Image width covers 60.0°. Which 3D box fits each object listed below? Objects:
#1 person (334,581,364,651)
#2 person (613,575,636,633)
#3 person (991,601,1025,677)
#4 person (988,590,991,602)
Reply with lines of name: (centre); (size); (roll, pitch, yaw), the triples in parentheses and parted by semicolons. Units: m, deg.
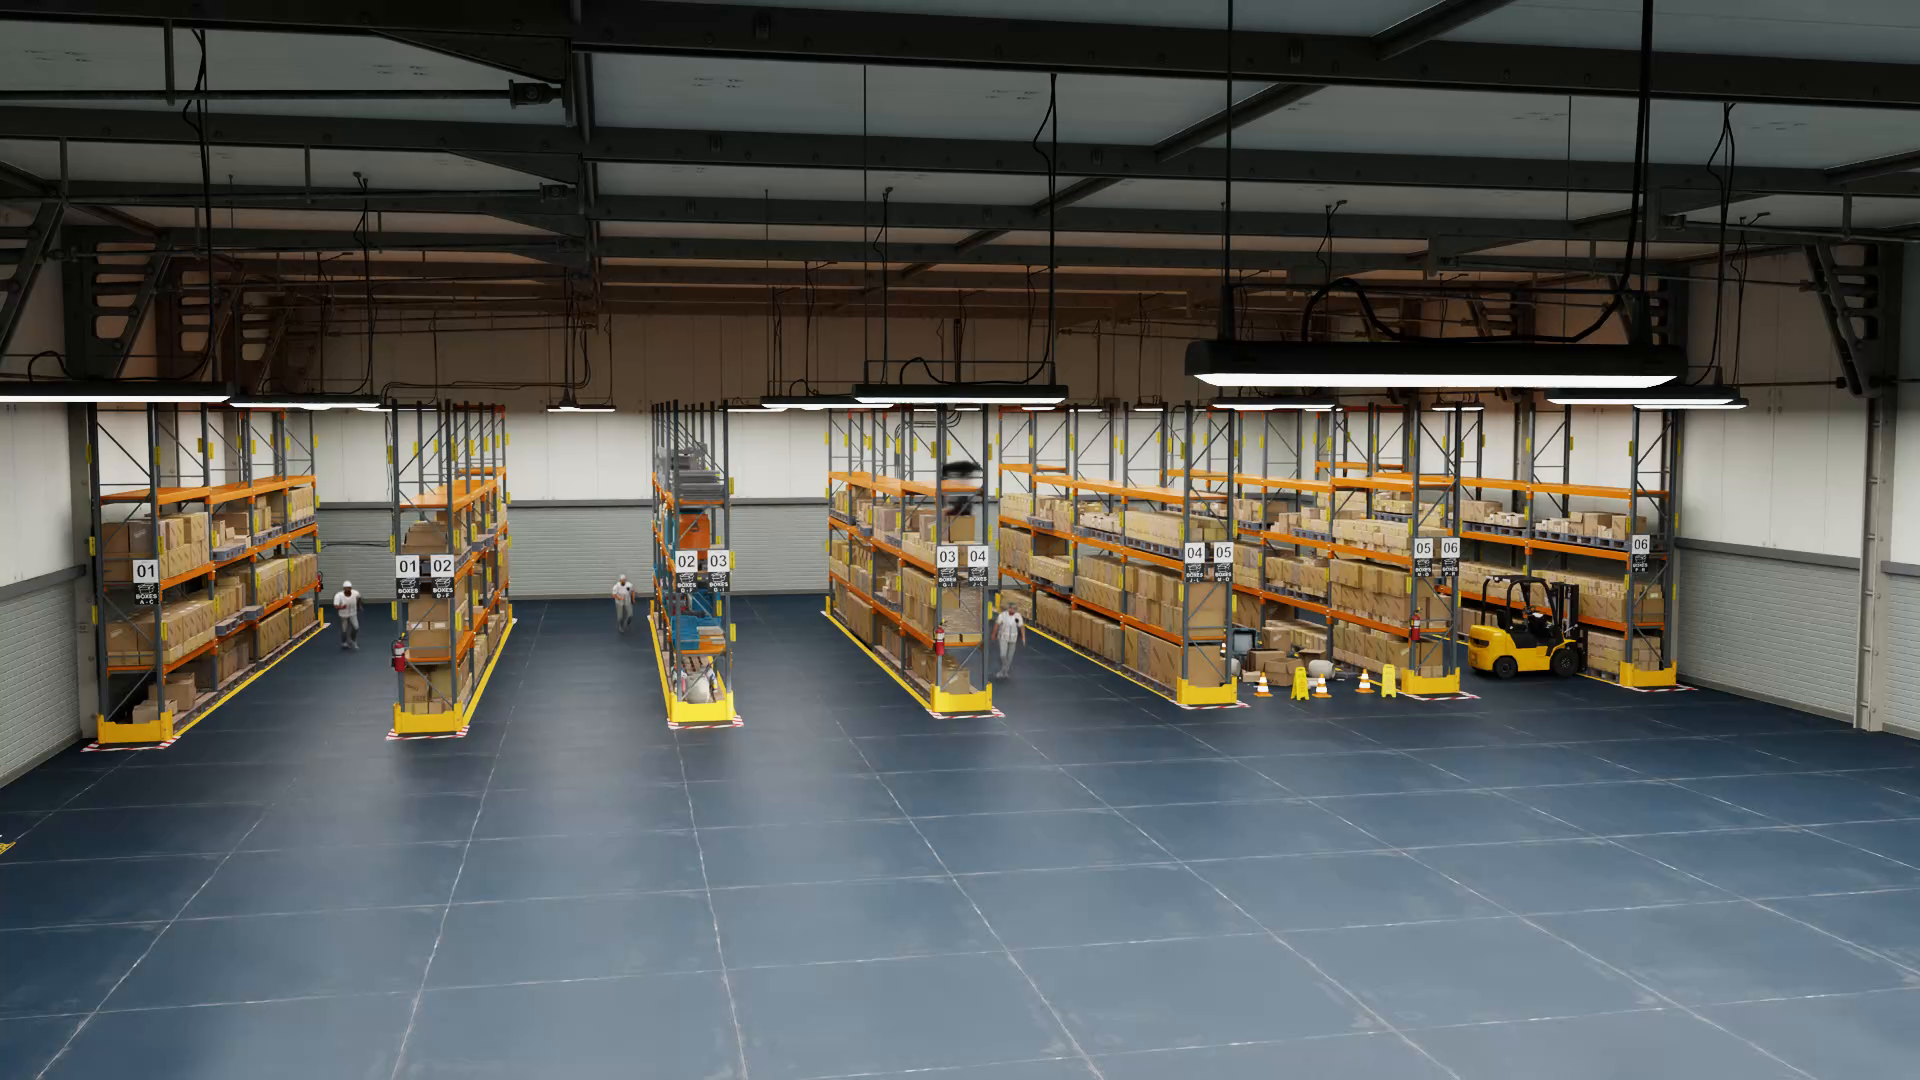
person: (-14.844, 1.835, 40.384); (0.728, 1.704, 0.963); (-3, 5, -31)
person: (-8.789, 1.669, 43.524); (0.608, 1.561, 0.820); (-1, 4, -16)
person: (1.056, 2.164, 36.014); (0.660, 1.672, 0.743); (-1, 4, -15)
person: (0.452, 1.813, 41.069); (0.715, 1.618, 0.902); (-1, 4, -14)
